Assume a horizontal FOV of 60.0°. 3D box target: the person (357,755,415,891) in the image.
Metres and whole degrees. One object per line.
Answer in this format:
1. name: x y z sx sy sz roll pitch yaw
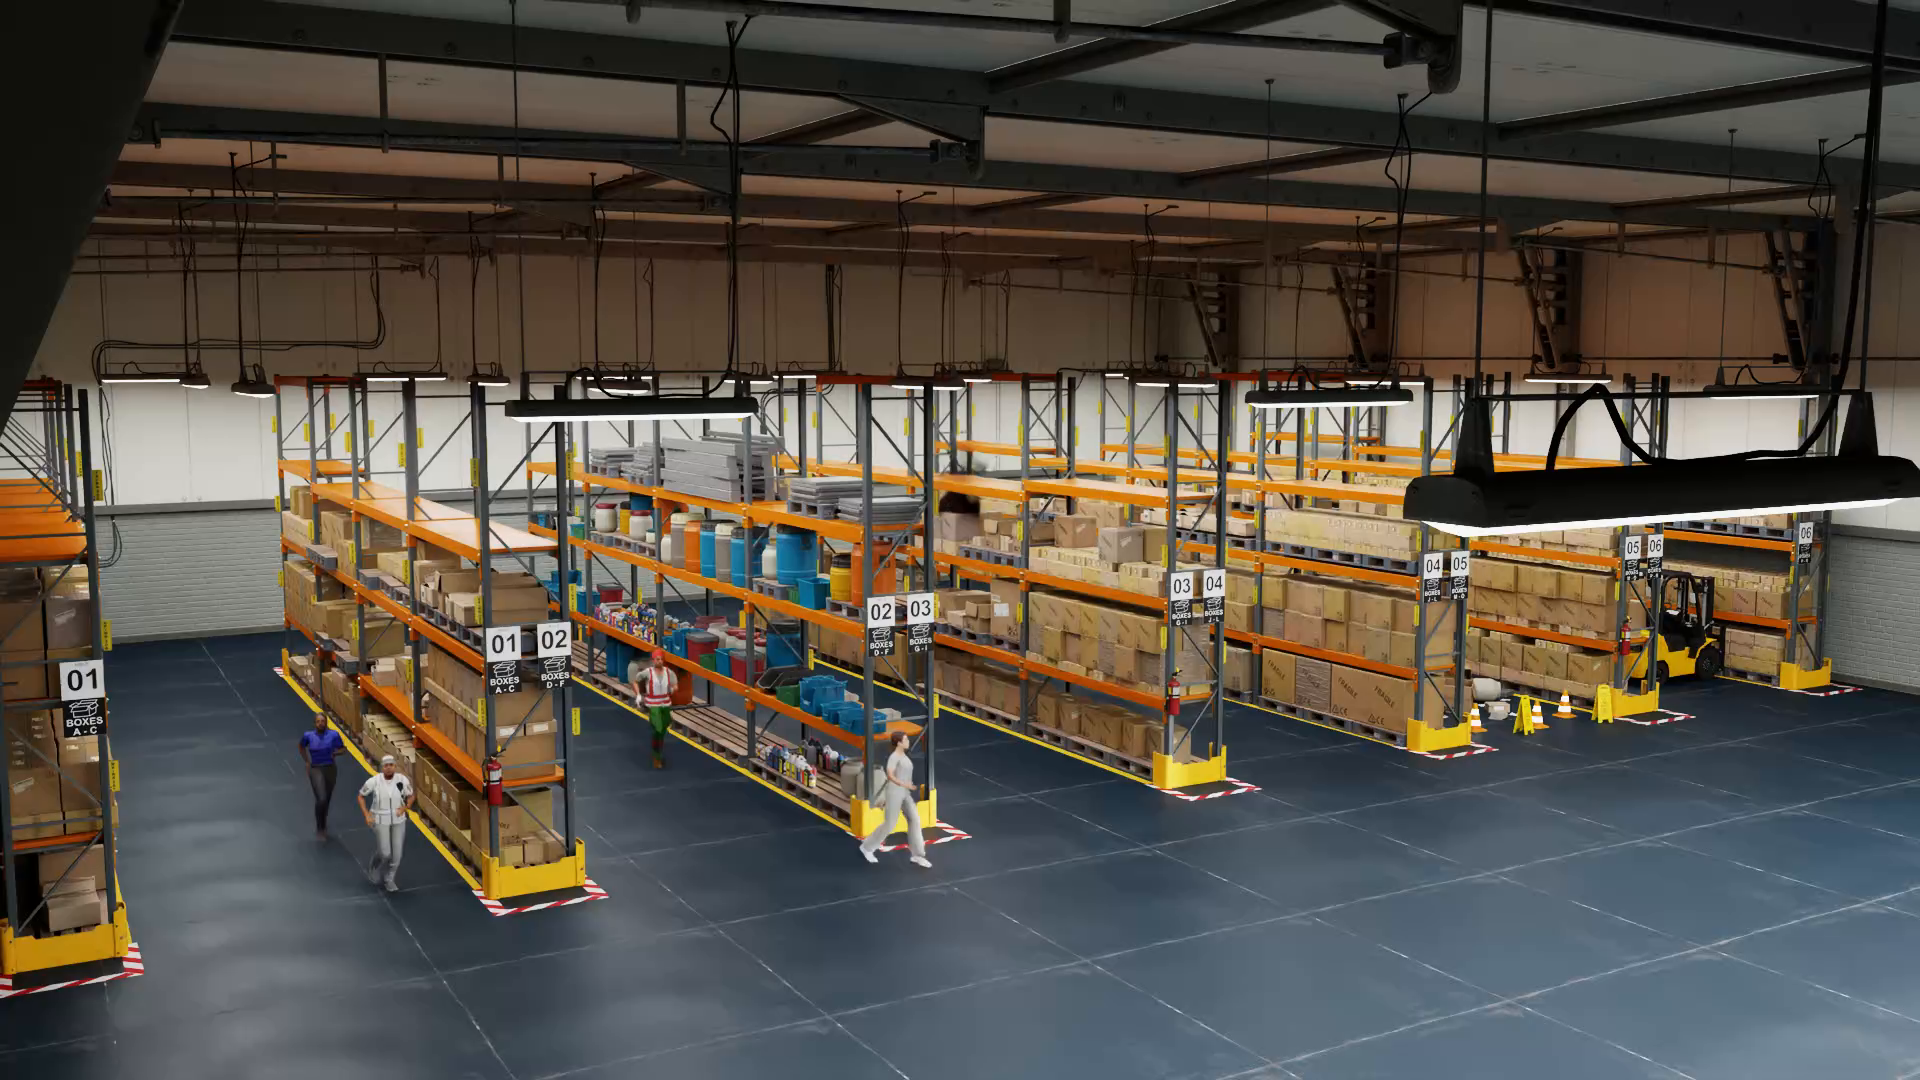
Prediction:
1. person: -6.799 3.371 19.818 0.627 1.635 0.513 -4 8 -34

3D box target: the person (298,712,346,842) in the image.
1. person: -8.420 3.123 22.030 0.546 1.725 0.756 -4 7 -32

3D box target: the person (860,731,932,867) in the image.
1. person: -0.745 3.219 20.851 0.936 1.659 0.647 2 7 19

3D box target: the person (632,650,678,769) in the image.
1. person: -4.686 2.621 25.833 0.645 1.841 0.767 -4 8 -35
